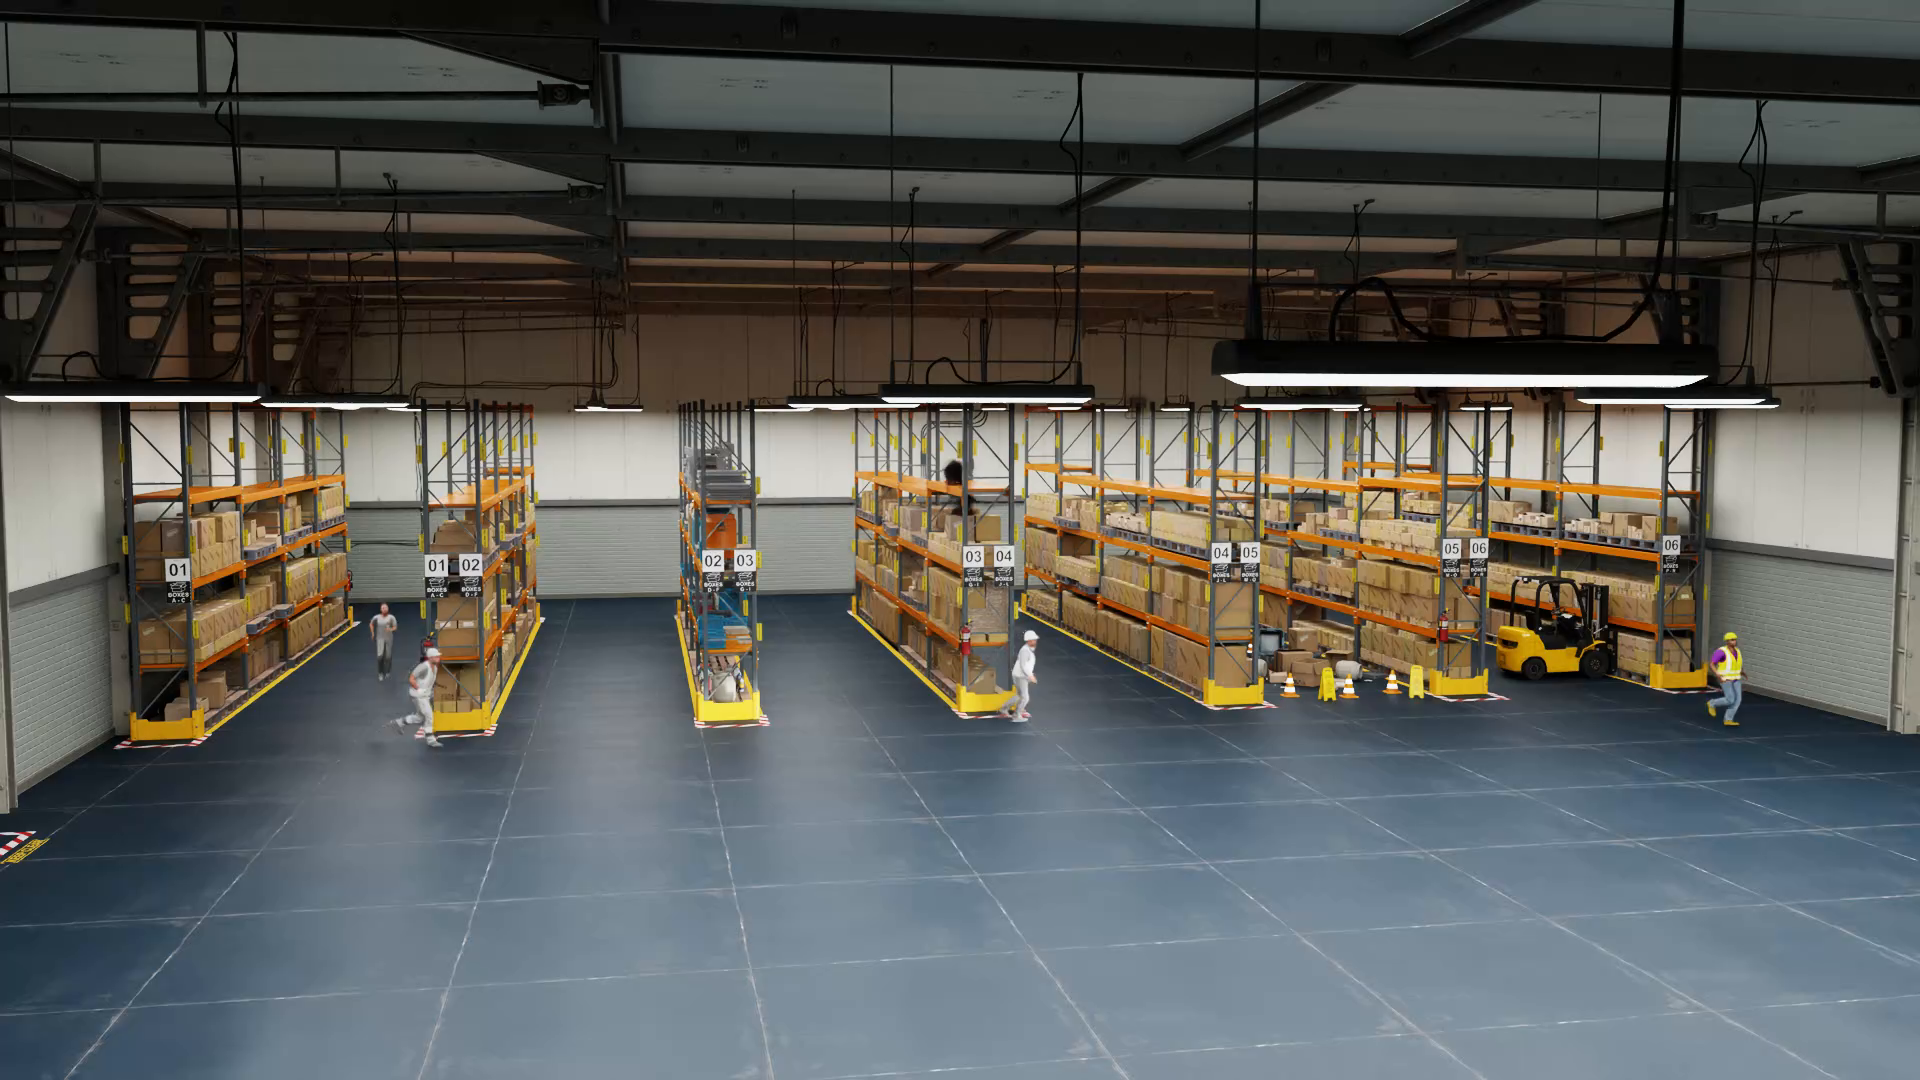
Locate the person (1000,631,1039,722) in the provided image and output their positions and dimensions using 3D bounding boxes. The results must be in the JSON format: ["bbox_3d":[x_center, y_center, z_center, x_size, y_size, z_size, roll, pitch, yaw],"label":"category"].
[{"bbox_3d":[1.108,2.537,30.952,0.753,1.714,0.624,1,4,8],"label":"person"}]

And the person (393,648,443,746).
[{"bbox_3d":[-9.379,2.720,28.713,0.969,1.728,0.665,1,4,15],"label":"person"}]

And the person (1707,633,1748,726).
[{"bbox_3d":[14.158,2.558,30.661,0.694,1.727,0.637,-2,5,-23],"label":"person"}]

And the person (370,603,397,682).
[{"bbox_3d":[-12.403,2.188,35.801,0.555,1.689,0.703,-2,5,-20],"label":"person"}]

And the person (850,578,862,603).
[{"bbox_3d":[-2.815,1.201,49.171,0.857,1.681,0.550,1,5,18],"label":"person"}]
